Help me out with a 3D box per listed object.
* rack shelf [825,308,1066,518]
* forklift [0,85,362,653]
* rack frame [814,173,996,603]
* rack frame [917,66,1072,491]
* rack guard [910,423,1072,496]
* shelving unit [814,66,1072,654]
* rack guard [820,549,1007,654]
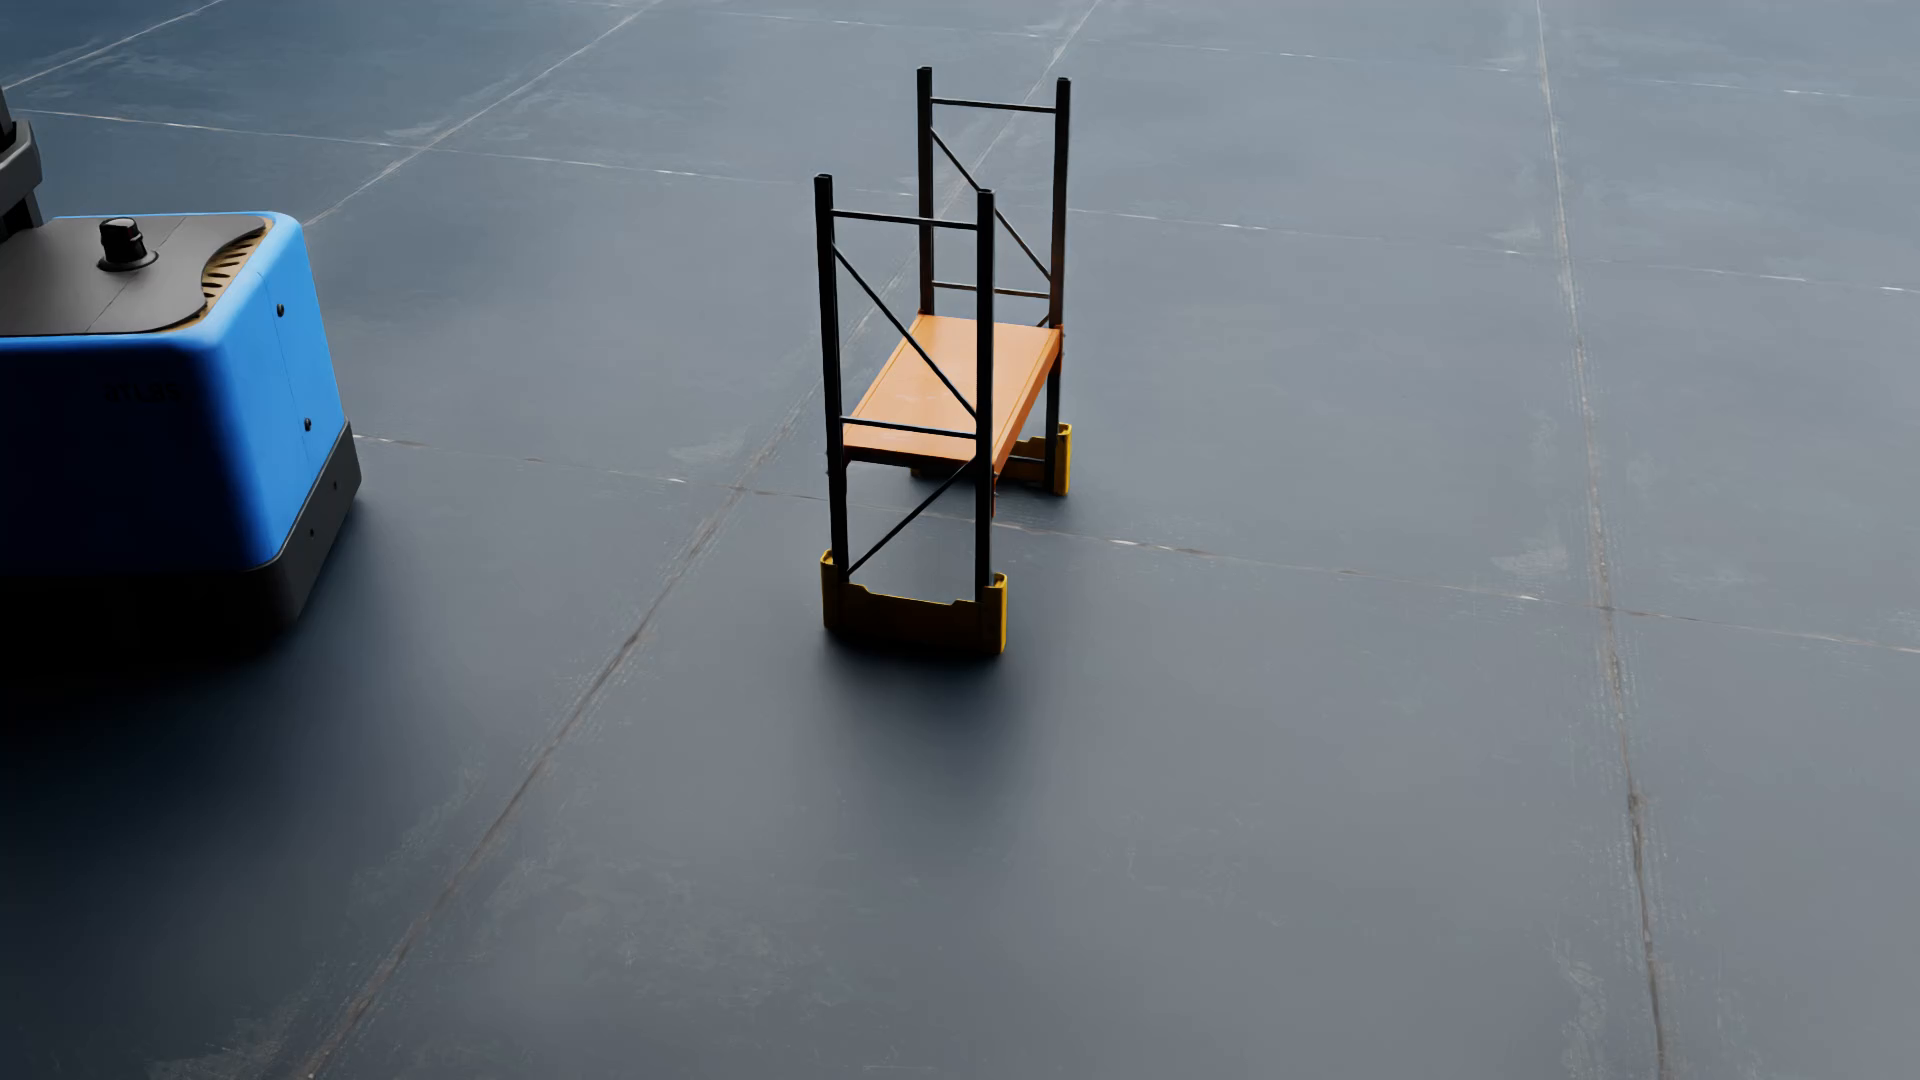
[{"bbox_3d":[-0.022,-0.437,5.374,0.538,0.185,1.000,8,33,12],"label":"rack shelf"},{"bbox_3d":[-3.622,-1.105,4.756,3.031,2.935,1.130,-2,33,-3],"label":"forklift"},{"bbox_3d":[-0.151,-0.325,4.863,0.500,1.500,0.032,8,33,12],"label":"rack frame"},{"bbox_3d":[0.107,-0.852,5.693,0.500,1.500,0.032,8,33,12],"label":"rack frame"},{"bbox_3d":[0.107,-0.324,6.027,0.587,0.250,0.087,8,33,12],"label":"rack guard"},{"bbox_3d":[-0.019,-0.593,5.285,0.587,1.500,1.083,8,33,12],"label":"shelving unit"},{"bbox_3d":[-0.146,0.192,5.214,0.587,0.250,0.087,8,33,12],"label":"rack guard"}]
